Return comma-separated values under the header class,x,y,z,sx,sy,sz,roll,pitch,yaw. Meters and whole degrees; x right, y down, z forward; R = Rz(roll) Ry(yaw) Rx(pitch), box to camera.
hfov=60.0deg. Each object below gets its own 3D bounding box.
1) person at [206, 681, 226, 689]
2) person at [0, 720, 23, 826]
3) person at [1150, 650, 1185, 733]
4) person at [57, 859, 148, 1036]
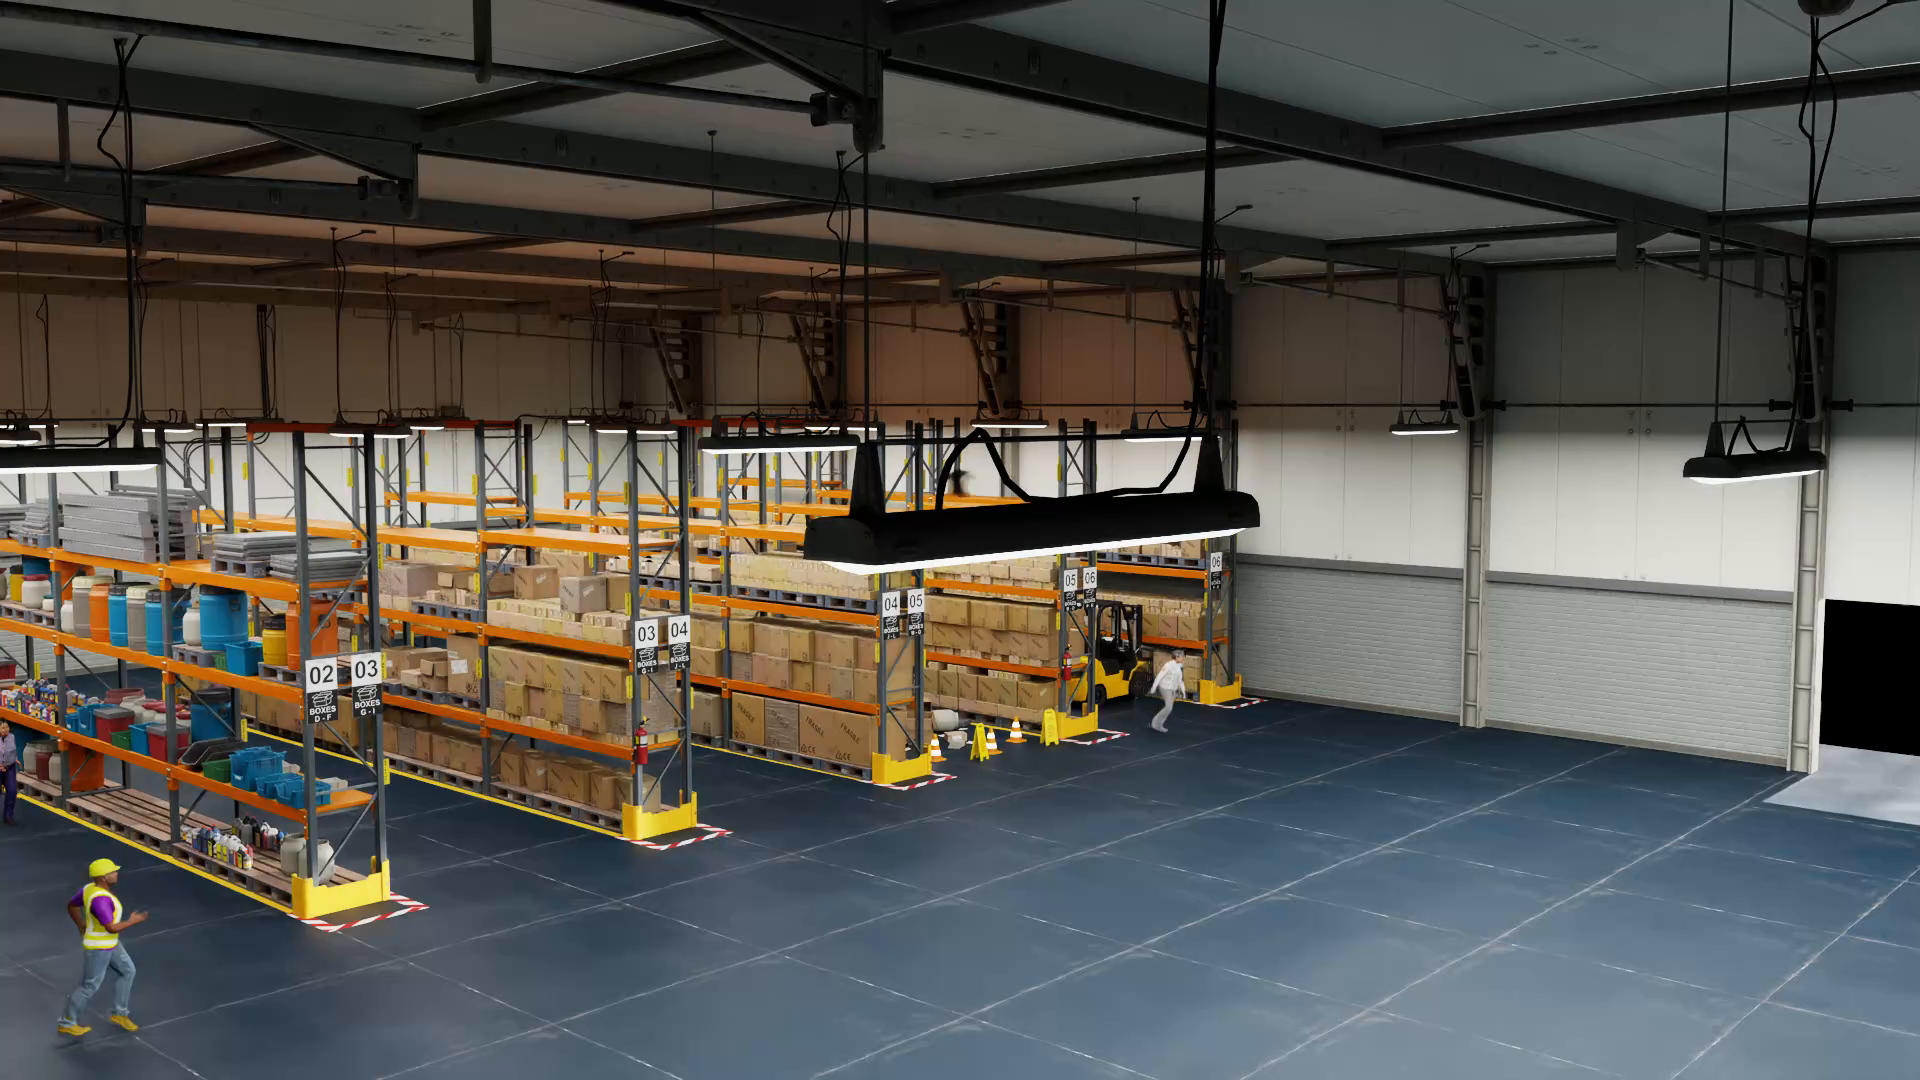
class,x,y,z,sx,sy,sz,roll,pitch,yaw
person,-13.842,3.054,30.955,0.829,1.485,0.545,3,5,29
person,-14.527,3.492,25.090,0.782,1.608,0.603,3,6,33
person,4.032,2.910,32.079,0.556,1.619,0.620,4,6,44
person,-8.578,4.090,16.628,0.854,1.824,0.661,-2,5,-25
